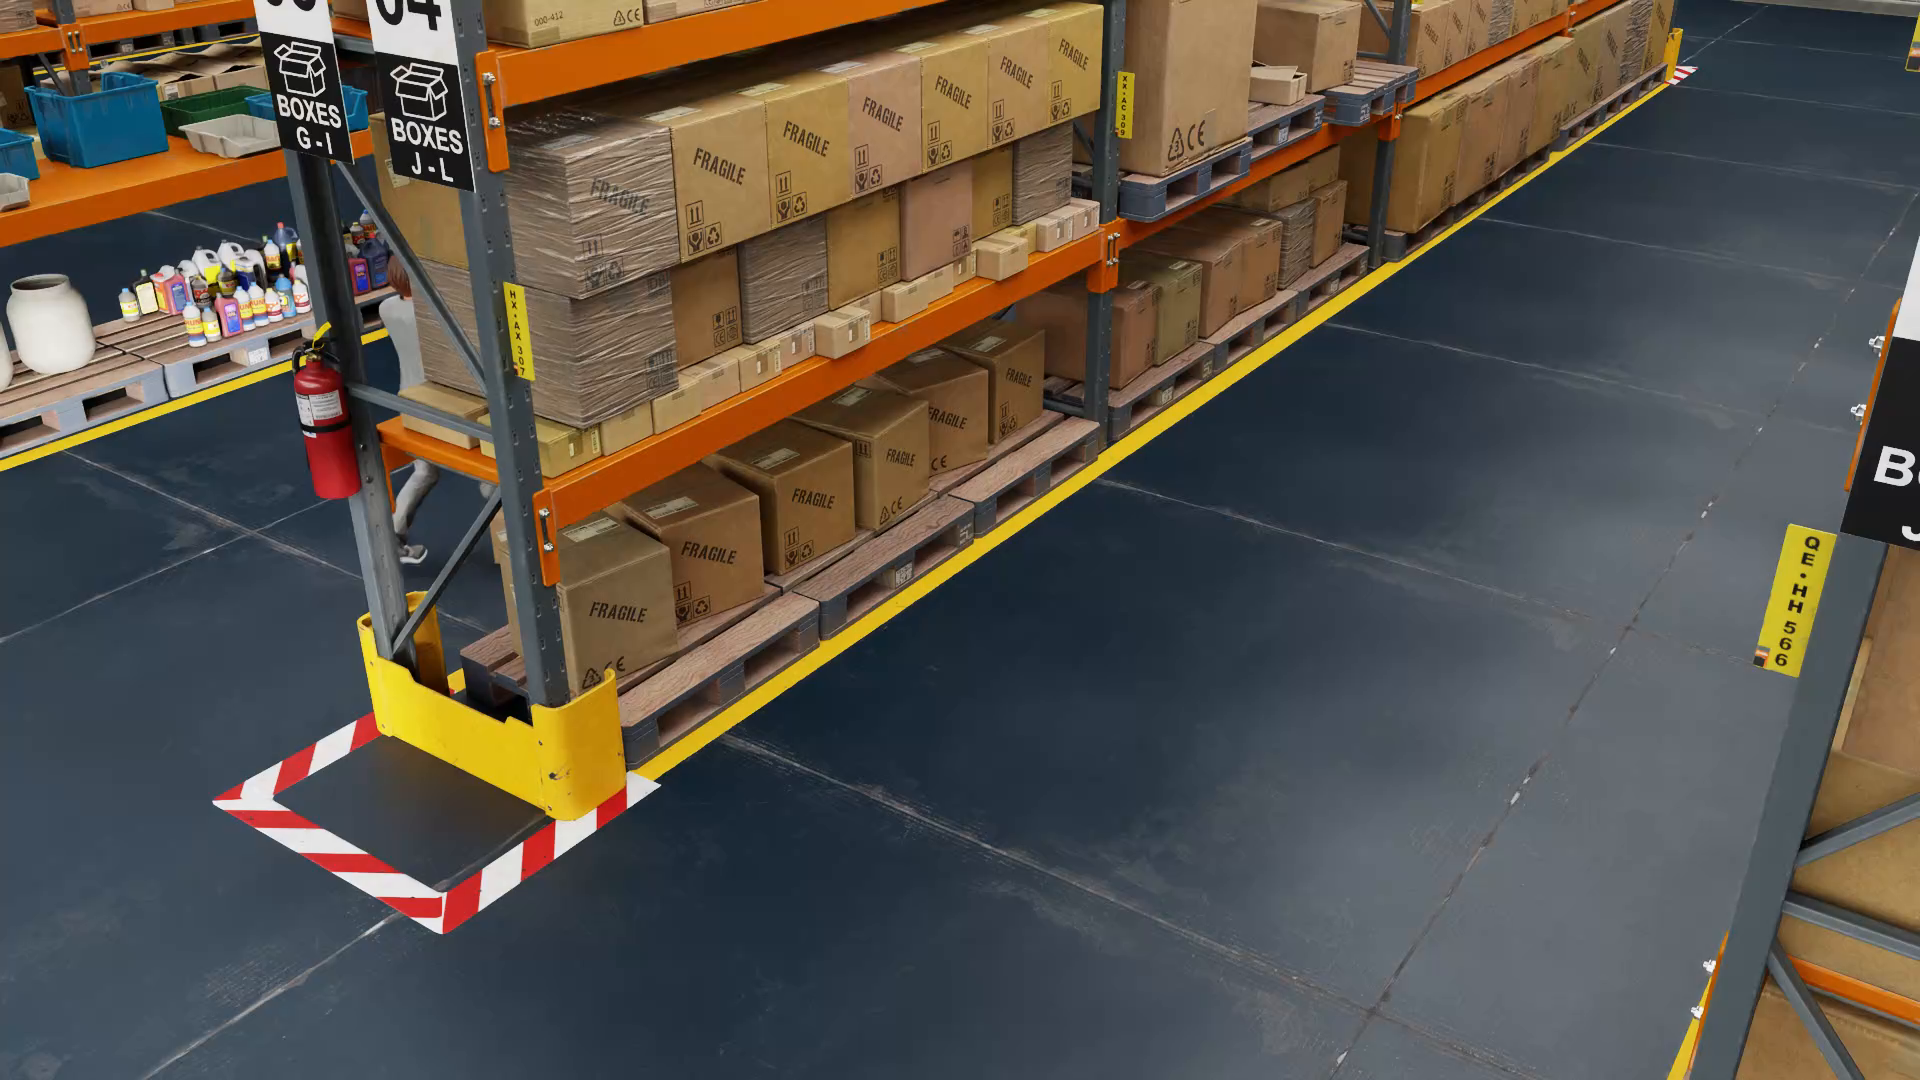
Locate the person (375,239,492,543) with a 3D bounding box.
[{"bbox_3d":[-2.570,-0.690,7.955,0.554,1.616,0.444,-13,30,-24],"label":"person"}]
